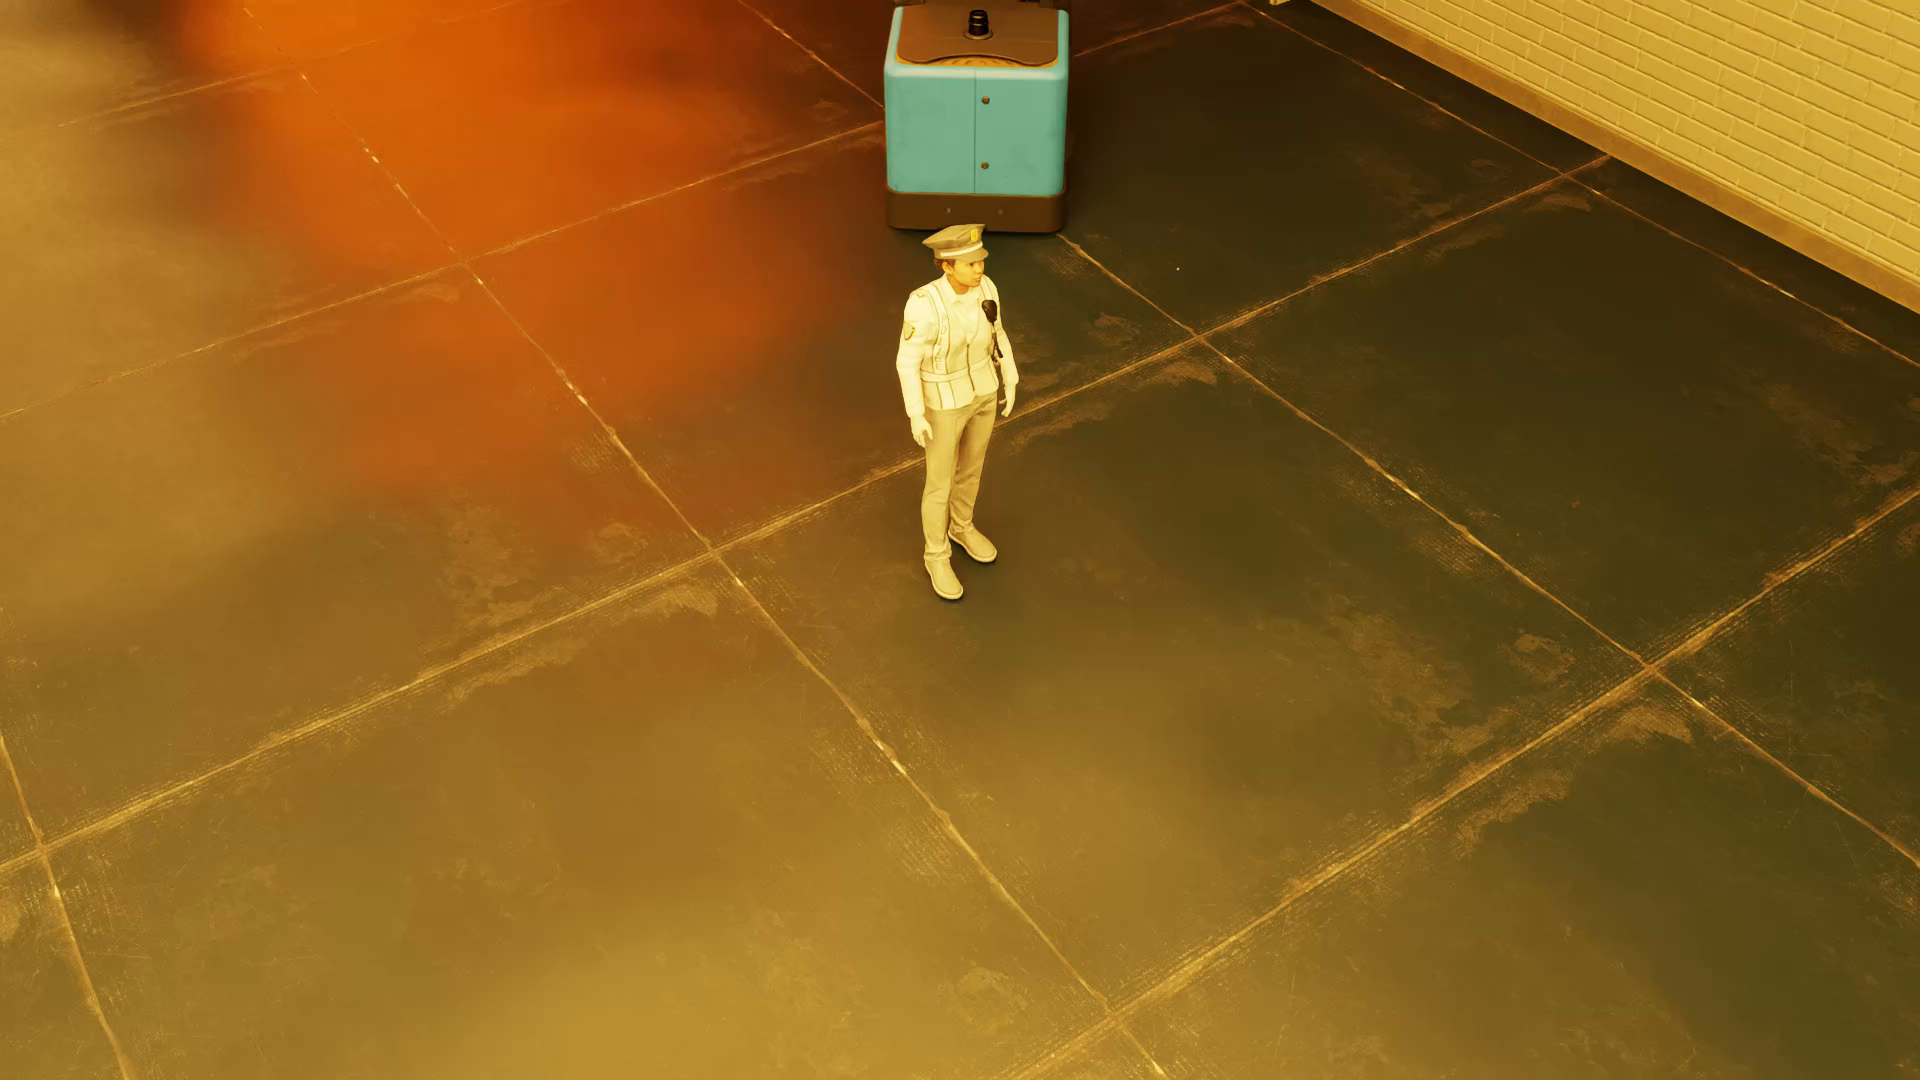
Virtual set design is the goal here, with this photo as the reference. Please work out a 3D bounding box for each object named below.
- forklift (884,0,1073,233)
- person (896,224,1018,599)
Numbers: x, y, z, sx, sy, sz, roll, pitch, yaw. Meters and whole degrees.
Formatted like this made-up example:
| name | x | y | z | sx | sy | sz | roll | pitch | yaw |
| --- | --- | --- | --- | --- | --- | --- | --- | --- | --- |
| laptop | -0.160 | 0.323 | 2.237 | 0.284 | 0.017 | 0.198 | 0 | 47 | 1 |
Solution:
| name | x | y | z | sx | sy | sz | roll | pitch | yaw |
| --- | --- | --- | --- | --- | --- | --- | --- | --- | --- |
| forklift | 0.158 | -3.859 | 9.903 | 1.130 | 2.935 | 3.031 | 2 | 43 | 2 |
| person | 0.033 | -0.588 | 7.255 | 0.586 | 1.694 | 0.532 | -25 | 48 | -25 |
